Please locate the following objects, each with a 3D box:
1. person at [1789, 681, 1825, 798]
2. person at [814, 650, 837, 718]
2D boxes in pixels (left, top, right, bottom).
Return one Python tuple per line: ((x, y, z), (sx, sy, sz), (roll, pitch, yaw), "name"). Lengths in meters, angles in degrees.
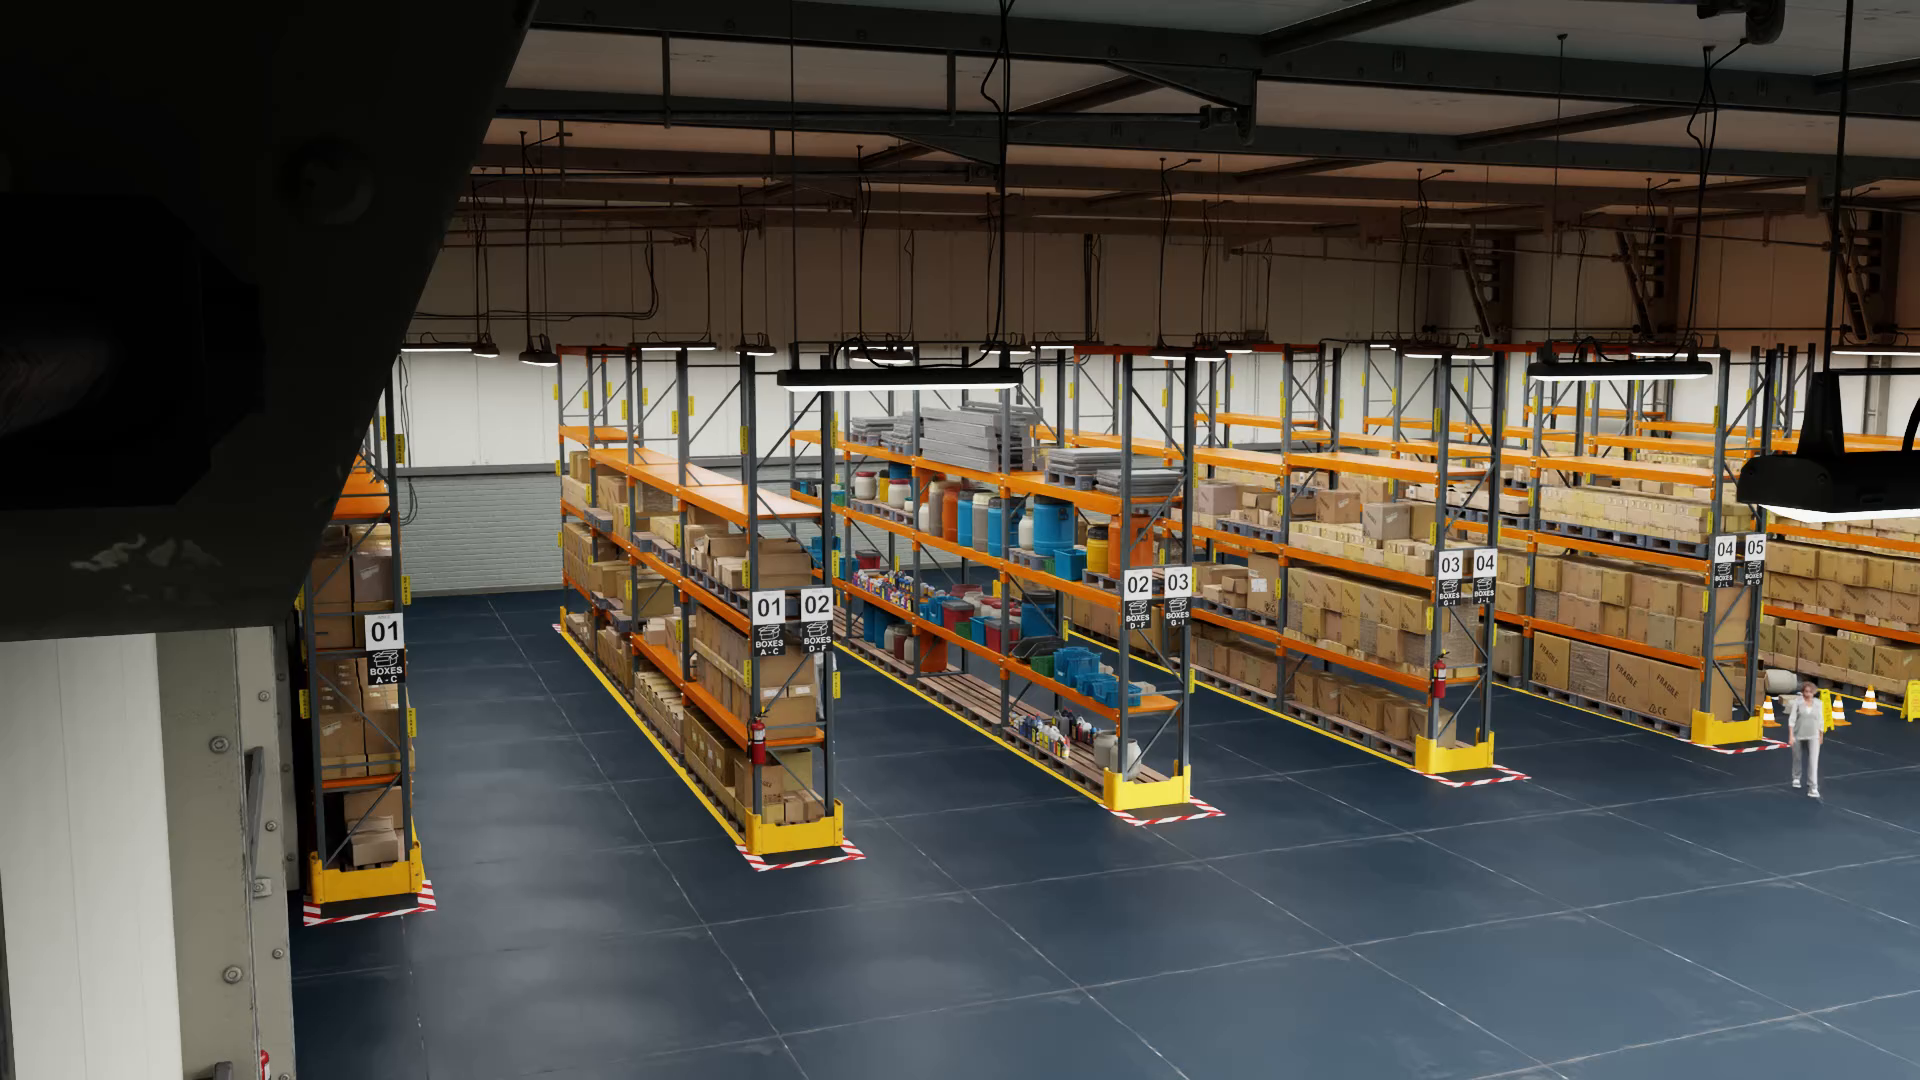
((11.490, 2.708, 22.593), (0.442, 1.502, 0.979), (4, 8, 26), "person")
((-2.305, 2.034, 27.285), (0.541, 1.623, 1.013), (-4, 8, -30), "person")
